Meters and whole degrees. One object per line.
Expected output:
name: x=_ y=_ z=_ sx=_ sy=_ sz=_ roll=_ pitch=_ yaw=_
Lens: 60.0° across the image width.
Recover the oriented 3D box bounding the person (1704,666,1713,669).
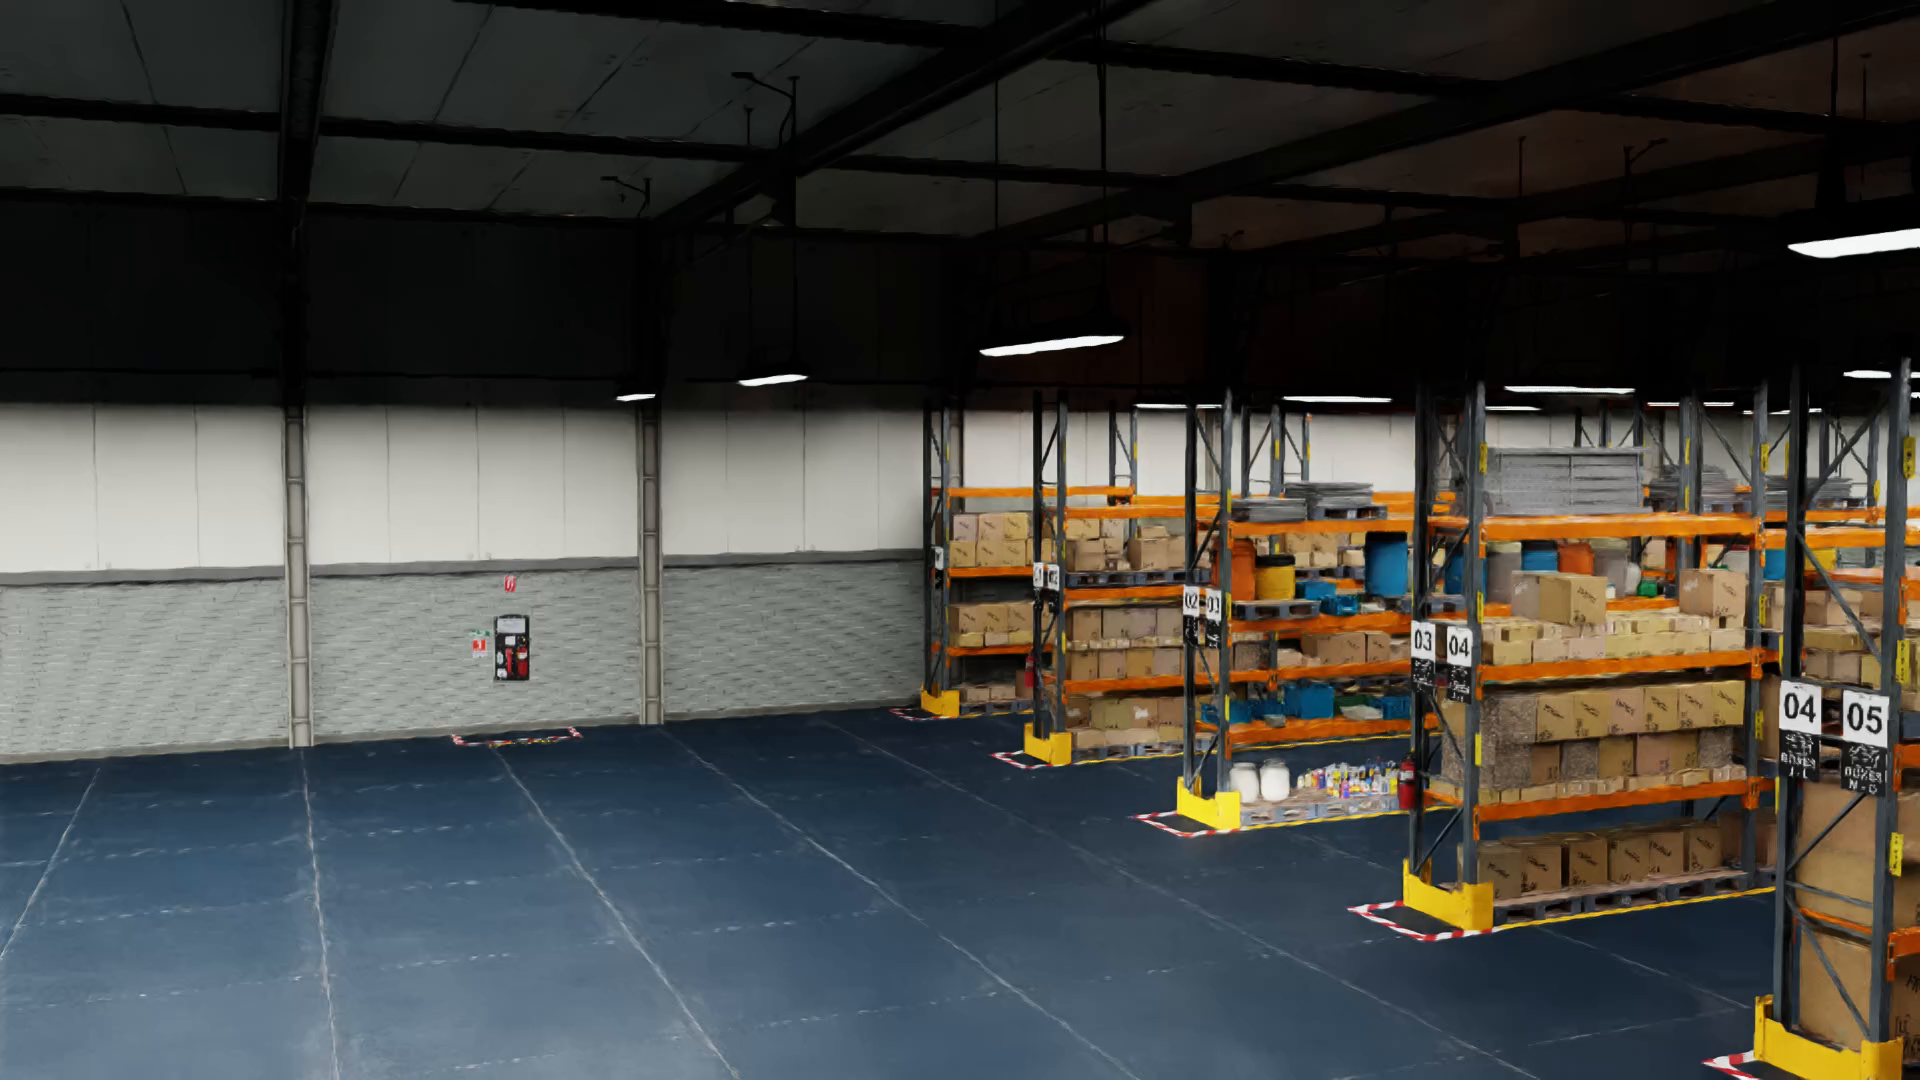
person: x=17.139 y=2.117 z=37.538 sx=1.126 sy=1.645 sz=0.542 roll=-1 pitch=4 yaw=-20
